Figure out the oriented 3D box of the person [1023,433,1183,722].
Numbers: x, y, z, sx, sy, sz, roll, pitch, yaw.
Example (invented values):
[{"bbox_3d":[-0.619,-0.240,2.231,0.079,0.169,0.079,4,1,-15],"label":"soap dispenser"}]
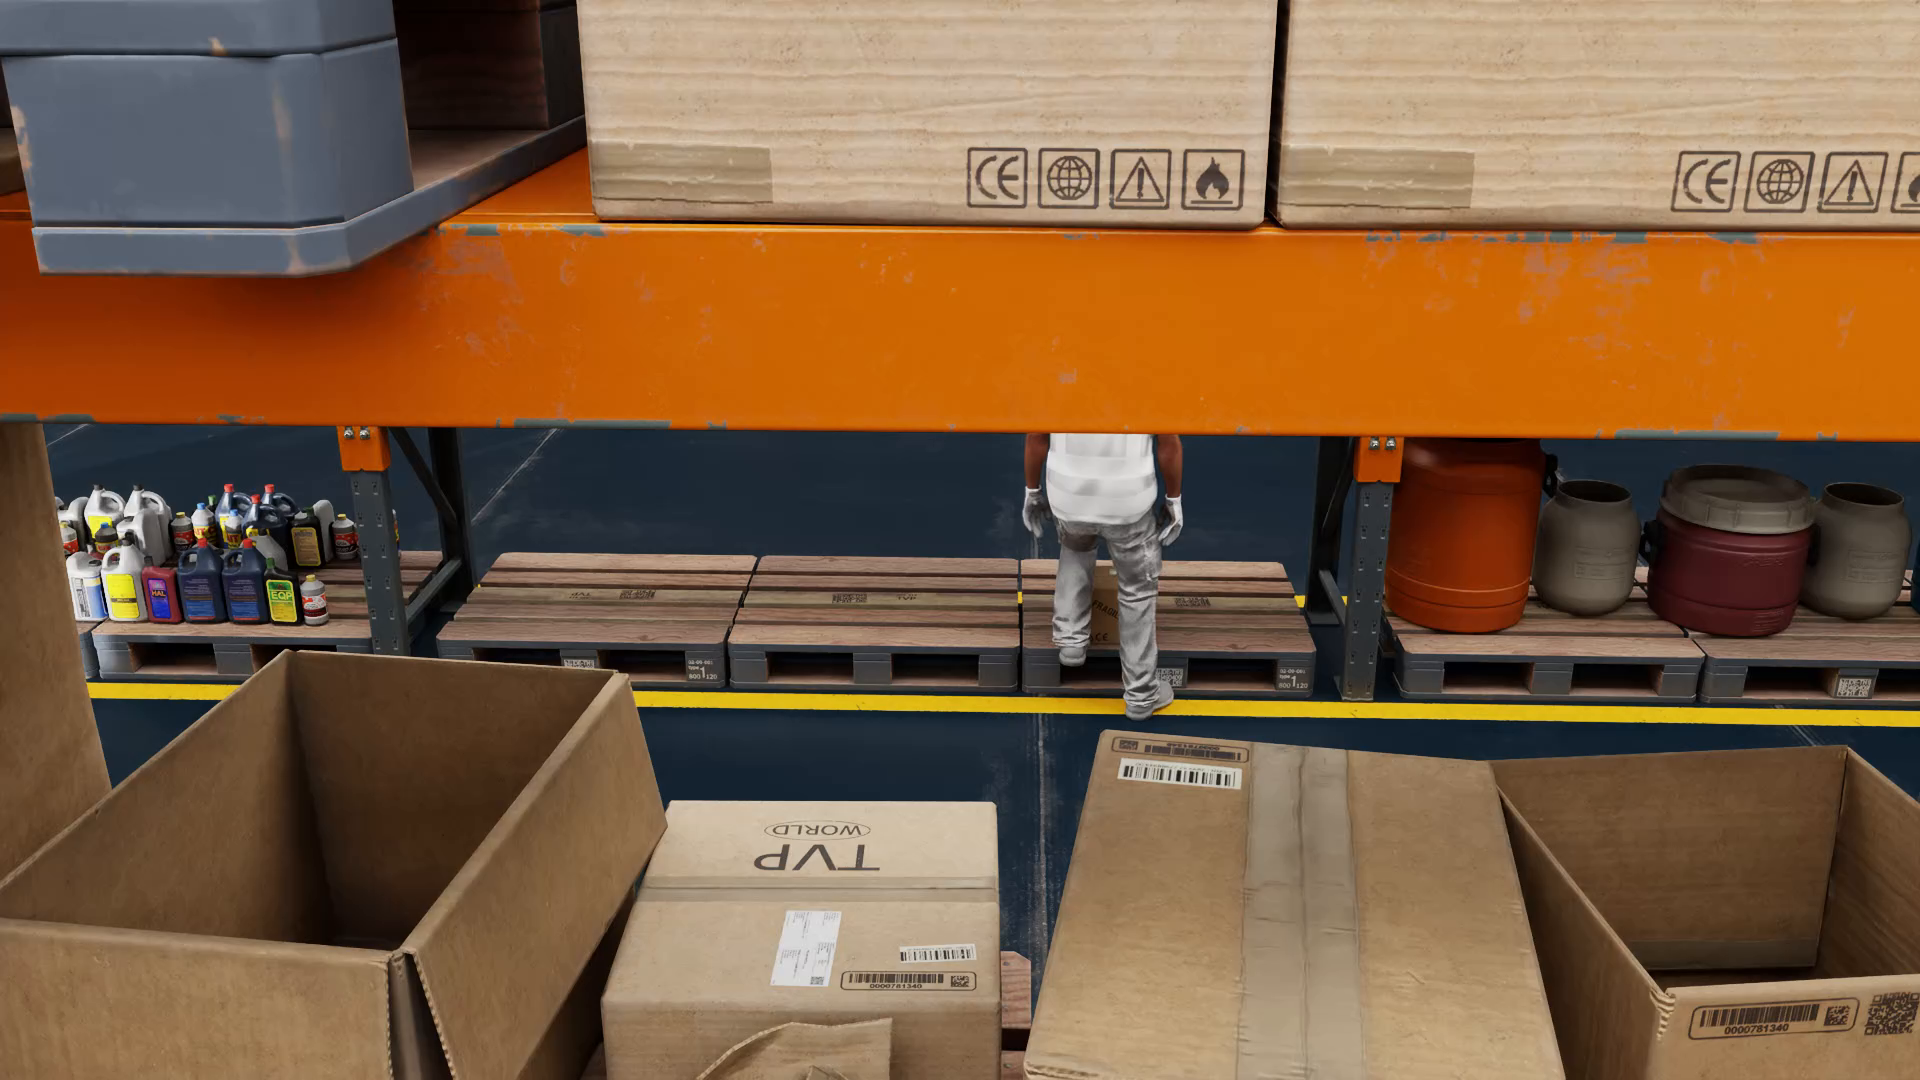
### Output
[{"bbox_3d":[0.574,-0.166,6.539,0.628,1.750,0.541,5,21,14],"label":"person"}]
